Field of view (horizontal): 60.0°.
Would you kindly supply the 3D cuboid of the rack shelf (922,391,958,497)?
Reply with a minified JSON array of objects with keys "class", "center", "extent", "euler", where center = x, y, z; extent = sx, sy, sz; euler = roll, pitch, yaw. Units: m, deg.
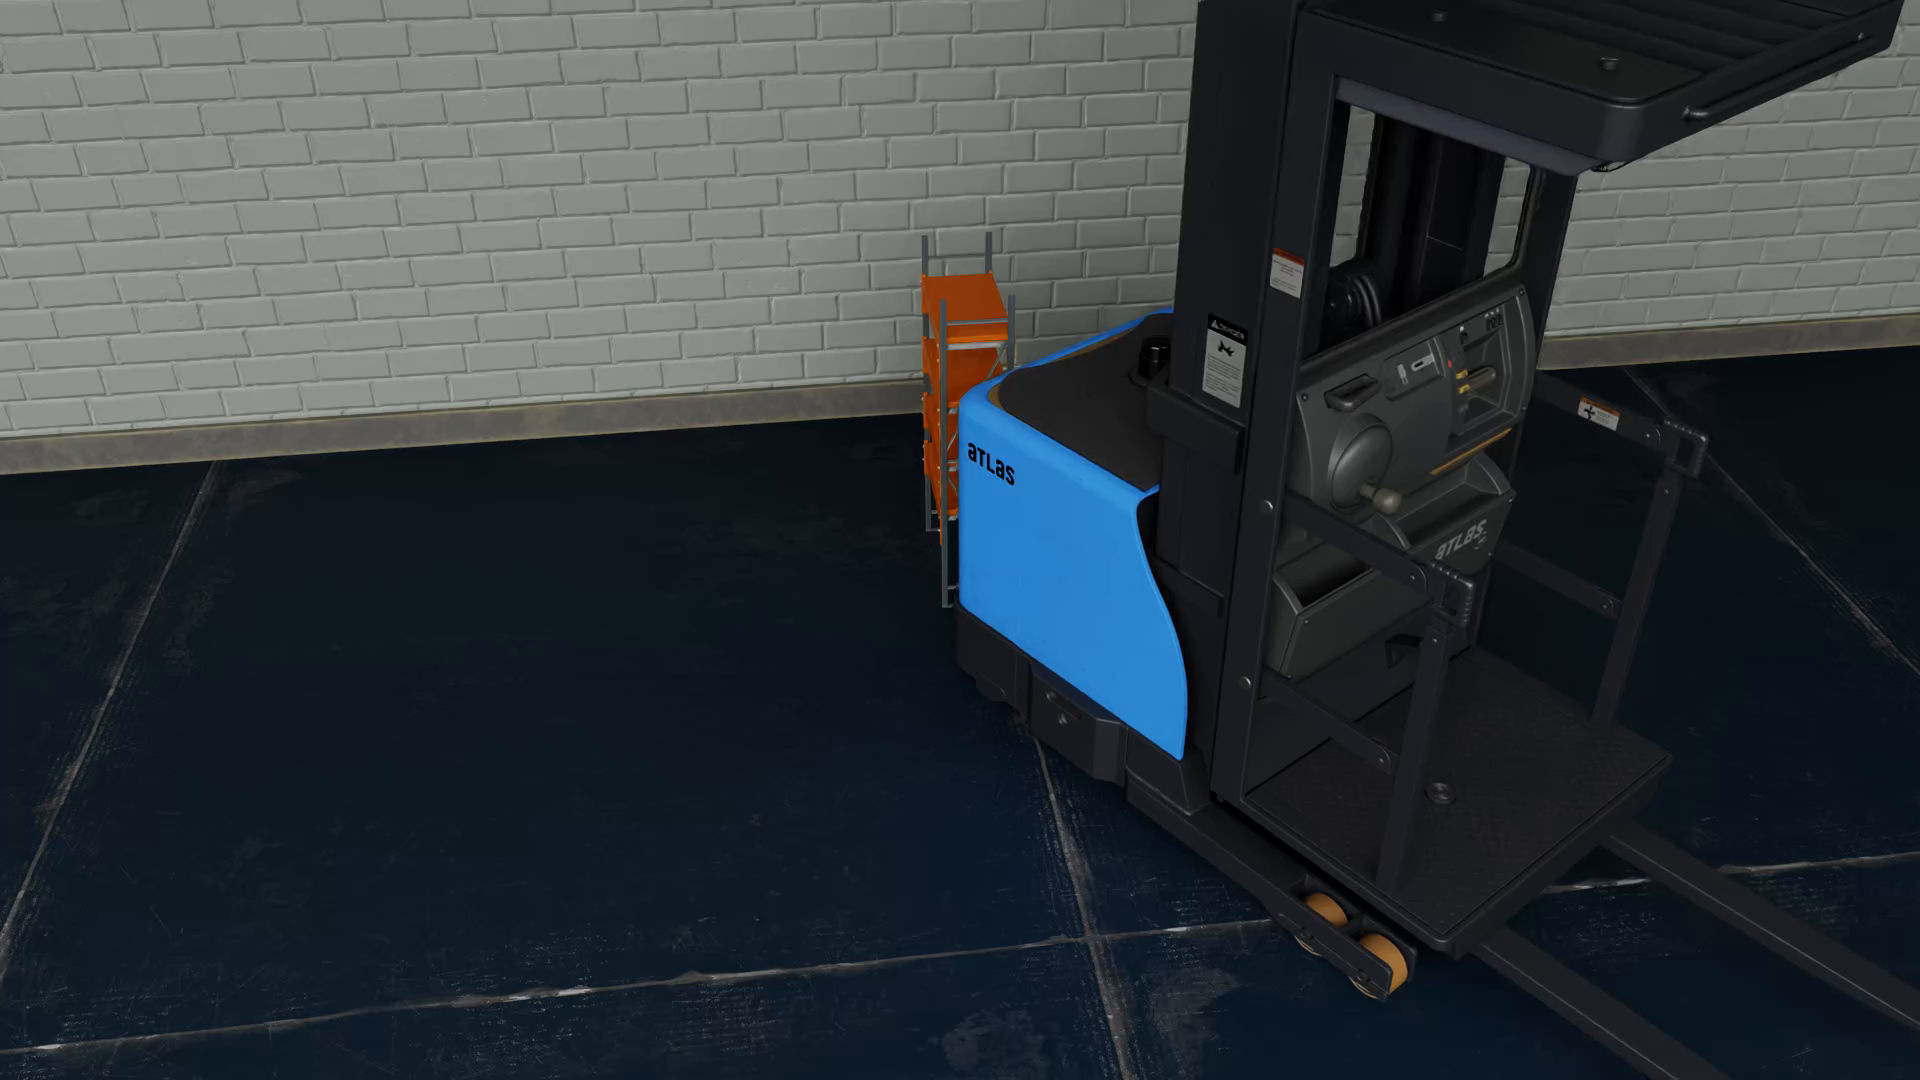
[{"class":"rack shelf","center":[0.022,-0.348,5.814],"extent":[0.258,0.148,0.480],"euler":[-4,35,-6]}]

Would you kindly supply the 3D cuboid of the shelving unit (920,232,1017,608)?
[{"class":"shelving unit","center":[0.022,-0.403,5.777],"extent":[0.258,1.200,0.503],"euler":[-4,35,-6]}]

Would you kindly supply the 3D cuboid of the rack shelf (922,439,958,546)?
[{"class":"rack shelf","center":[0.022,-0.184,5.926],"extent":[0.258,0.148,0.480],"euler":[-4,35,-6]}]

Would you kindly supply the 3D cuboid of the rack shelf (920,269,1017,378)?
[{"class":"rack shelf","center":[0.022,-0.728,5.555],"extent":[0.258,0.148,0.480],"euler":[-4,35,-6]}]

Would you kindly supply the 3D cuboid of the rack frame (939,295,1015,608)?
[{"class":"rack frame","center":[0.055,-0.267,5.577],"extent":[0.240,1.200,0.015],"euler":[-4,35,-6]}]

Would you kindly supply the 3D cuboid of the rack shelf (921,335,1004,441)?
[{"class":"rack shelf","center":[0.022,-0.533,5.688],"extent":[0.258,0.148,0.480],"euler":[-4,35,-6]}]

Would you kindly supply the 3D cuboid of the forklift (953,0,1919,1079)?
[{"class":"forklift","center":[1.311,-0.311,4.104],"extent":[1.130,2.935,3.031],"euler":[-25,42,-32]}]

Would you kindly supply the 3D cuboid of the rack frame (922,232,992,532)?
[{"class":"rack frame","center":[-0.011,-0.540,5.976],"extent":[0.240,1.200,0.015],"euler":[-4,35,-6]}]
